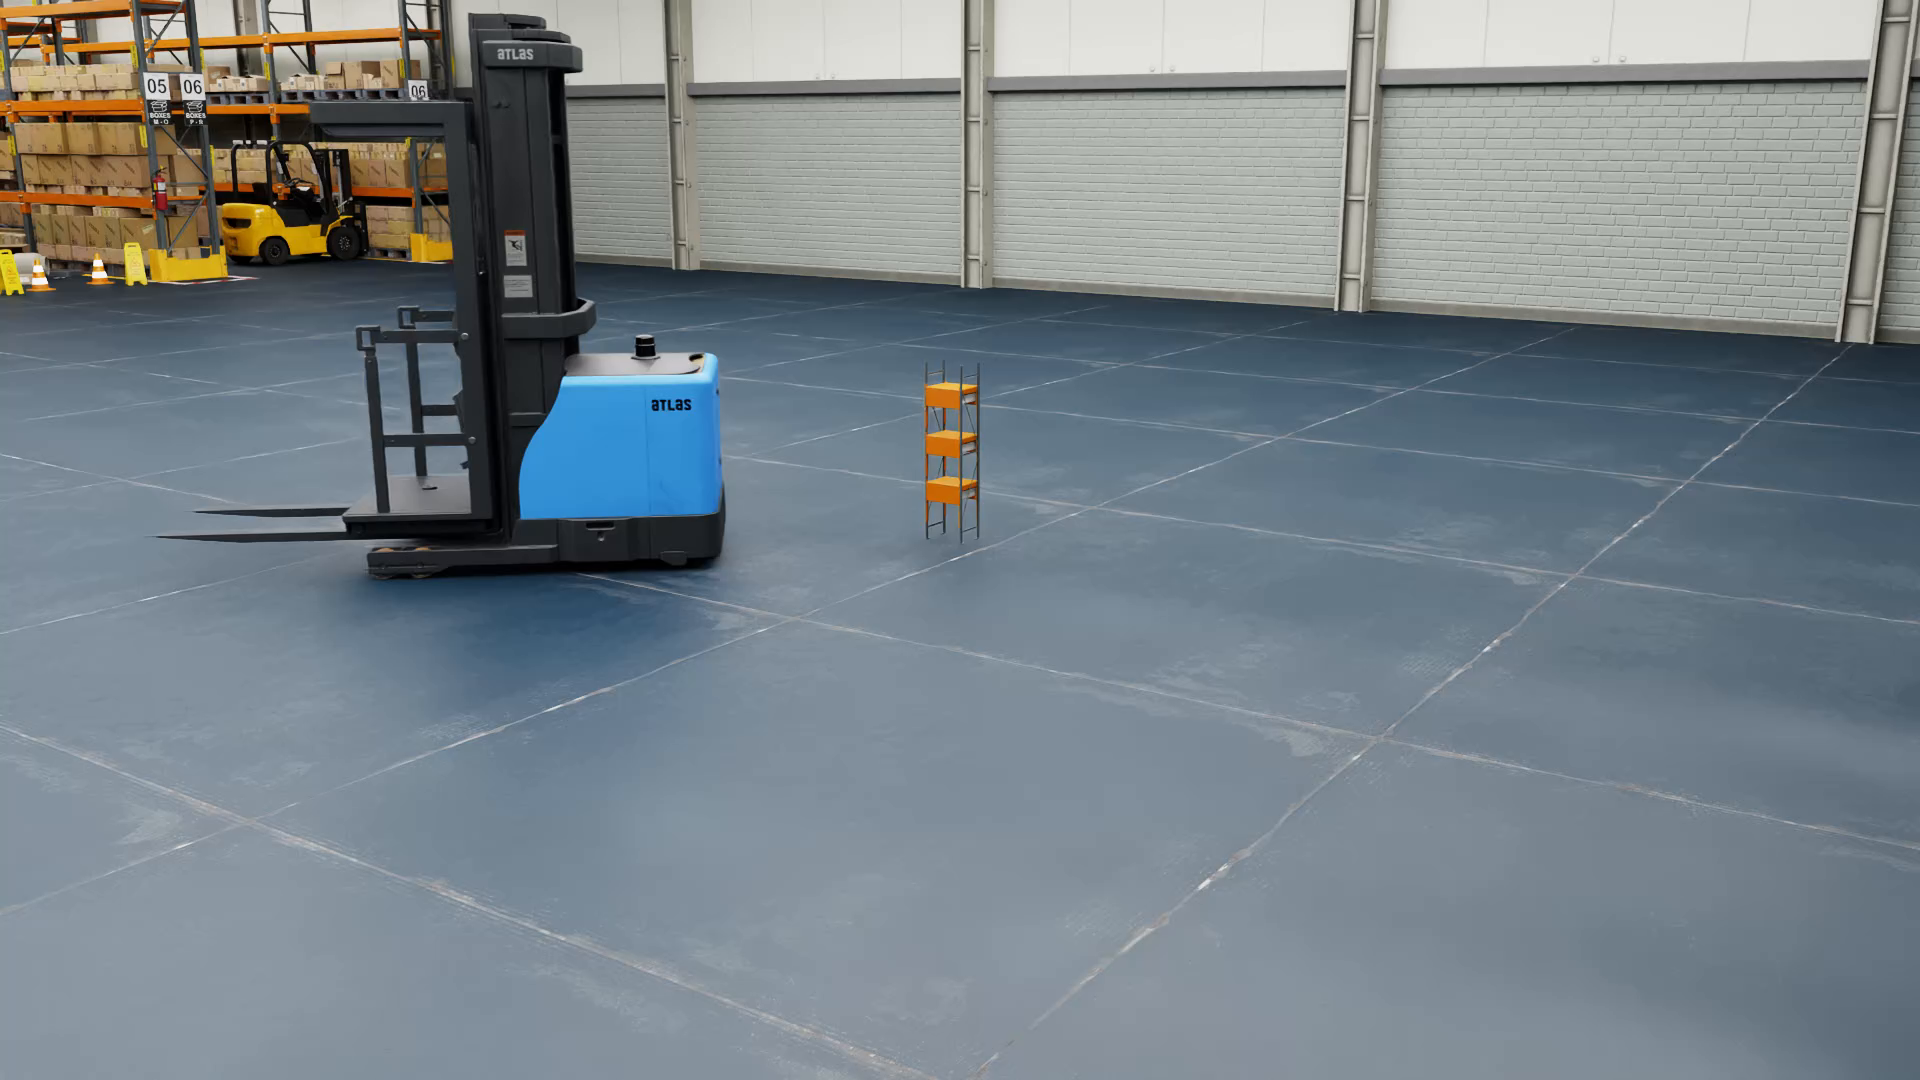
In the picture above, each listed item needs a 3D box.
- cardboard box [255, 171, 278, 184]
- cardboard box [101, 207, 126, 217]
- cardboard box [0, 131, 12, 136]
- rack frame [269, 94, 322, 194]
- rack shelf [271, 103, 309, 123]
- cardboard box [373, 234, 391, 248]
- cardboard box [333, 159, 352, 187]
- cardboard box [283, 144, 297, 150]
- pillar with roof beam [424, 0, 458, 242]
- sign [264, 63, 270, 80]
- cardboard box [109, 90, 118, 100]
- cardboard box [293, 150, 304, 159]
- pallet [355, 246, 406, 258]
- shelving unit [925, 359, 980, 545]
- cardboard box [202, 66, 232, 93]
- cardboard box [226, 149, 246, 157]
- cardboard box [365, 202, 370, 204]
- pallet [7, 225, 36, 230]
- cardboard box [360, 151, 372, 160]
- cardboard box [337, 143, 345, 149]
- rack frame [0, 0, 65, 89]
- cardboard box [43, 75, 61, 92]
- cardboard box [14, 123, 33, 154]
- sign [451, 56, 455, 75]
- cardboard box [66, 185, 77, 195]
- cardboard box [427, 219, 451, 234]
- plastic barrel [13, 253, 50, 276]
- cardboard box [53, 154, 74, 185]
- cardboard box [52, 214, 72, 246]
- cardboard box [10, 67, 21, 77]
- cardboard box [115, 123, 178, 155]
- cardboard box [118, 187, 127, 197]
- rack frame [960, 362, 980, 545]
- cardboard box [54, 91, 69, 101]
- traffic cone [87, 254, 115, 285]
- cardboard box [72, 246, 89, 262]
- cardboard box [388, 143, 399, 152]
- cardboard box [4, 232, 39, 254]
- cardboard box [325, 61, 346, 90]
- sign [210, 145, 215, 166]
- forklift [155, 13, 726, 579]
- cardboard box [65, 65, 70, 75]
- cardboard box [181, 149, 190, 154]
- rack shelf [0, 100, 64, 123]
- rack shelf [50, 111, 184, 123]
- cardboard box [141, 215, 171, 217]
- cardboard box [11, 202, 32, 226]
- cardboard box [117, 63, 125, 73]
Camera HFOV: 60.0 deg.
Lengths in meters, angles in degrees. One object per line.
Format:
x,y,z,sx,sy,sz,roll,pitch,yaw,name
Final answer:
-13.504,-7.144,32.752,0.500,0.250,0.500,10,17,34,cardboard box
-13.748,-5.348,27.124,0.250,0.149,0.380,10,17,34,cardboard box
-16.859,-7.182,29.541,0.250,0.149,0.380,10,17,36,cardboard box
-12.940,-7.201,32.672,0.127,3.000,1.000,9,17,33,rack frame
-11.281,-8.040,31.315,4.000,0.370,1.077,9,17,33,rack shelf
-10.595,-5.603,31.062,0.500,0.250,0.500,9,17,33,cardboard box
-11.450,-6.932,31.378,0.500,0.500,0.500,9,17,33,cardboard box
-12.841,-7.607,32.135,0.250,0.149,0.380,10,17,34,cardboard box
-12.099,-8.992,27.420,0.400,9.000,9.100,9,17,33,pillar with roof beam
-13.235,-8.952,31.769,0.005,0.325,0.100,9,17,33,sign
-13.267,-7.070,26.423,0.250,0.149,0.380,10,17,34,cardboard box
-12.607,-7.435,32.058,0.250,0.149,0.380,10,17,34,cardboard box
-11.287,-5.569,31.882,1.213,0.211,1.003,9,17,33,pallet
-0.044,-0.517,9.726,0.252,1.050,0.215,9,17,33,shelving unit
-14.950,-9.213,33.264,0.500,0.500,0.500,10,17,34,cardboard box
-14.424,-7.732,33.257,0.250,0.149,0.380,9,17,33,cardboard box
-11.583,-6.393,32.174,0.500,0.250,0.500,9,17,33,cardboard box
-21.164,-7.176,38.374,1.213,0.211,1.003,9,17,33,pallet
-10.922,-7.156,30.932,0.250,0.149,0.380,9,16,31,cardboard box
-11.511,-7.420,31.380,0.250,0.149,0.380,9,17,33,cardboard box
-15.707,-9.123,27.951,0.127,3.000,1.000,9,17,33,rack frame
-14.654,-7.488,27.281,0.500,0.250,0.500,9,17,33,cardboard box
-15.463,-6.787,28.091,0.500,0.500,0.700,9,17,32,cardboard box
-9.306,-8.694,30.474,0.005,0.325,0.100,9,17,33,sign
-14.569,-5.810,27.573,0.250,0.149,0.380,9,17,33,cardboard box
-9.895,-5.881,31.147,0.500,0.250,0.500,10,17,34,cardboard box
-14.947,-4.399,26.714,0.512,0.421,0.421,-4,14,-16,plastic barrel
-14.659,-6.157,27.626,0.500,0.500,0.500,9,17,32,cardboard box
-14.918,-5.242,28.044,0.500,0.500,0.500,10,17,35,cardboard box
-15.628,-7.825,27.812,0.250,0.149,0.380,9,16,32,cardboard box
-12.934,-6.378,26.438,0.500,0.500,0.700,9,16,31,cardboard box
-13.291,-5.611,26.769,0.250,0.149,0.380,9,16,32,cardboard box
0.057,-0.500,9.660,0.008,1.050,0.200,9,17,33,rack frame
-14.565,-7.264,27.206,0.250,0.149,0.380,9,16,32,cardboard box
-13.465,-4.244,26.004,0.334,0.463,0.336,9,17,33,traffic cone
-14.478,-4.807,27.849,0.500,0.250,0.500,9,16,32,cardboard box
-10.258,-7.206,30.512,0.250,0.149,0.380,9,17,33,cardboard box
-16.144,-5.209,29.219,0.625,0.372,0.950,9,17,34,cardboard box
-11.383,-8.678,31.096,0.637,0.503,0.797,10,17,35,cardboard box
-12.086,-6.203,26.838,0.005,0.325,0.100,9,17,33,sign
-2.879,-1.345,9.157,3.031,2.935,1.130,-1,14,-6,forklift
-14.292,-7.633,27.037,0.250,0.149,0.380,10,17,34,cardboard box
-15.709,-7.935,34.077,0.250,0.149,0.380,10,17,34,cardboard box
-17.367,-7.586,29.481,4.000,0.370,1.077,9,17,33,rack shelf
-17.919,-9.113,35.649,4.000,0.370,1.077,9,17,33,rack shelf
-13.360,-5.144,27.647,0.500,0.500,0.500,8,16,31,cardboard box
-21.372,-7.487,38.154,0.500,0.500,0.500,10,17,34,cardboard box
-13.026,-7.425,26.195,0.250,0.149,0.380,10,17,34,cardboard box
